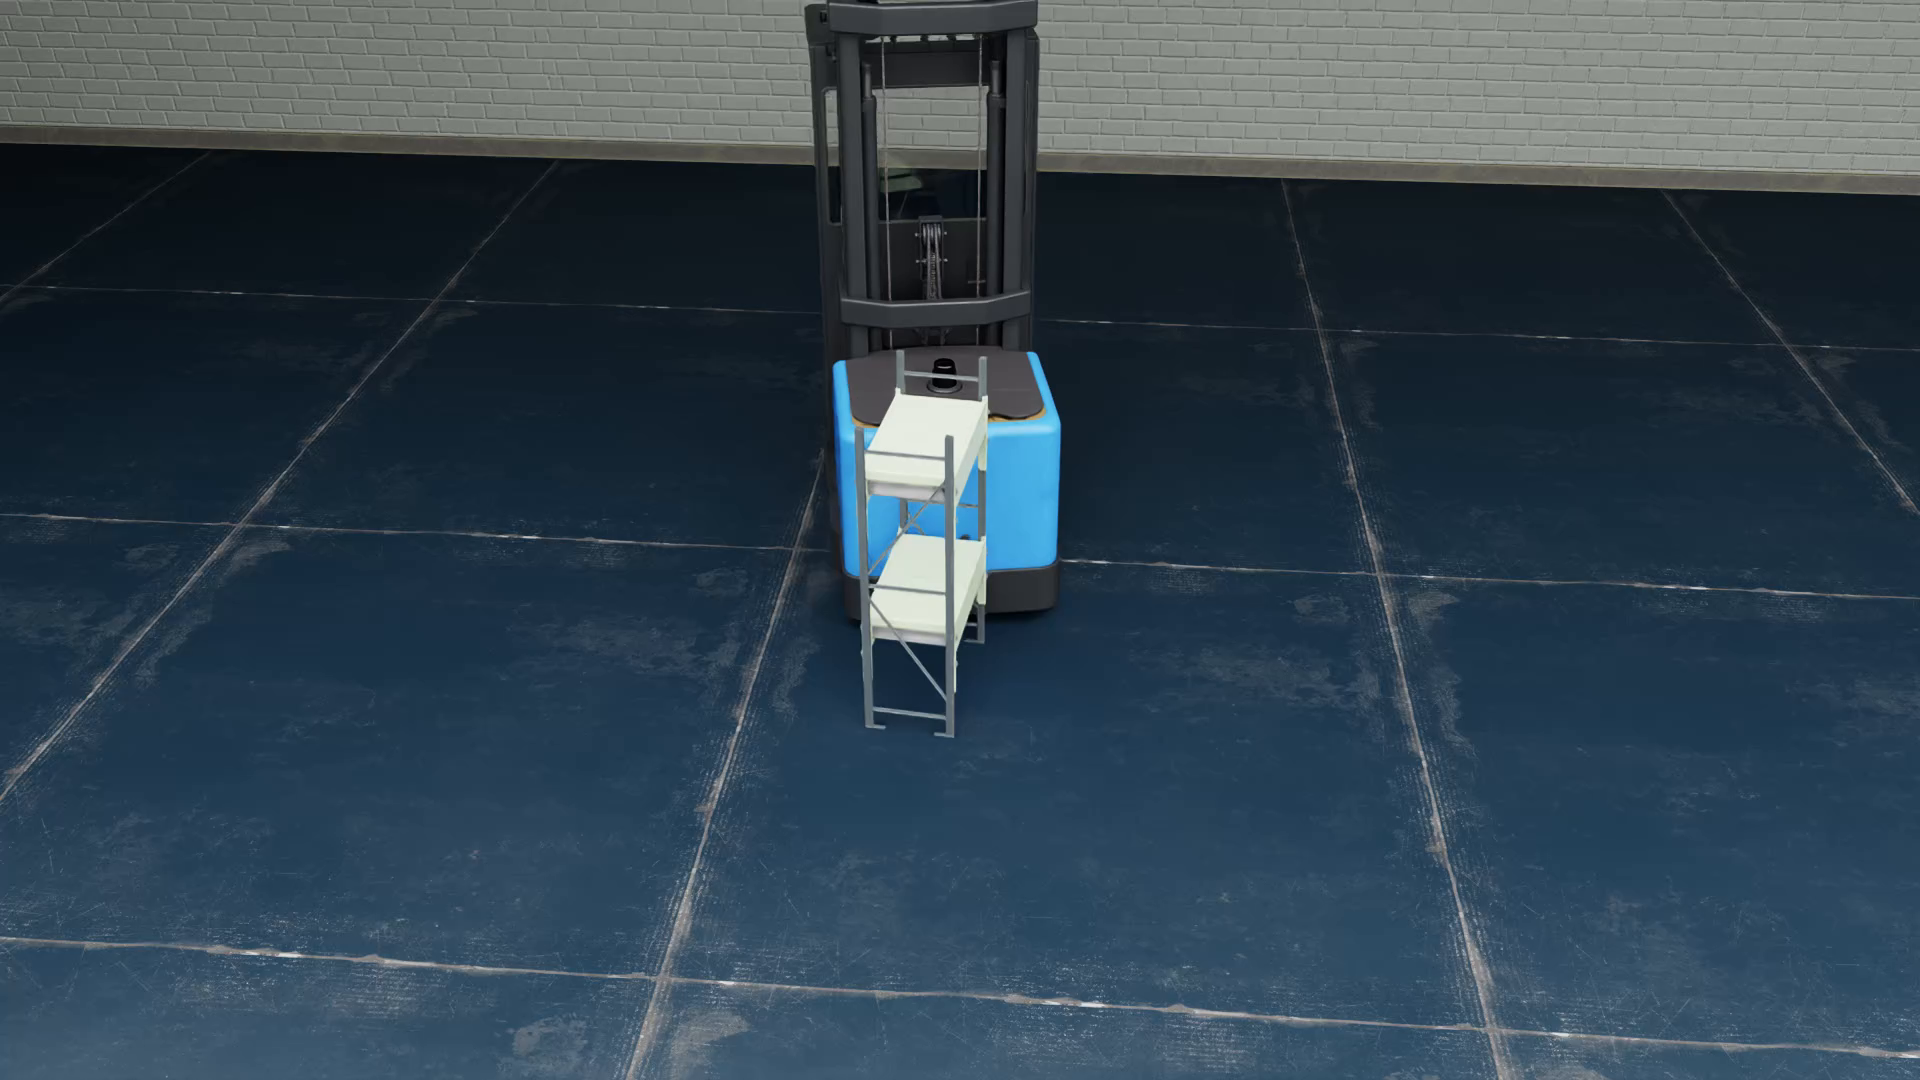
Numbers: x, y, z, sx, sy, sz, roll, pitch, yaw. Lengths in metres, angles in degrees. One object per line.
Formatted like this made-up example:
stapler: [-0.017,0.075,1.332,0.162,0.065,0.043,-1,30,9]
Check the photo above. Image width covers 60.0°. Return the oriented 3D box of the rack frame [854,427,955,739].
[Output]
rack frame: [-0.221,0.212,6.976,0.400,1.500,0.023,6,32,10]

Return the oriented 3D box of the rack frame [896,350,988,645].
rack frame: [-0.080,-0.165,7.588,0.400,1.500,0.023,6,32,10]

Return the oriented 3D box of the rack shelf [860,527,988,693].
rack shelf: [-0.151,0.301,7.453,0.431,0.370,0.720,6,32,10]

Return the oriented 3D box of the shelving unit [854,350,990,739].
shelving unit: [-0.151,0.024,7.282,0.431,1.500,0.755,6,32,10]

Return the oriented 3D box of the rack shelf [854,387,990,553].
rack shelf: [-0.151,-0.308,7.077,0.431,0.370,0.720,6,32,10]

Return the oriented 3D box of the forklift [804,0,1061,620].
forklift: [-0.195,-1.612,8.573,1.130,2.935,3.031,-3,32,-5]
